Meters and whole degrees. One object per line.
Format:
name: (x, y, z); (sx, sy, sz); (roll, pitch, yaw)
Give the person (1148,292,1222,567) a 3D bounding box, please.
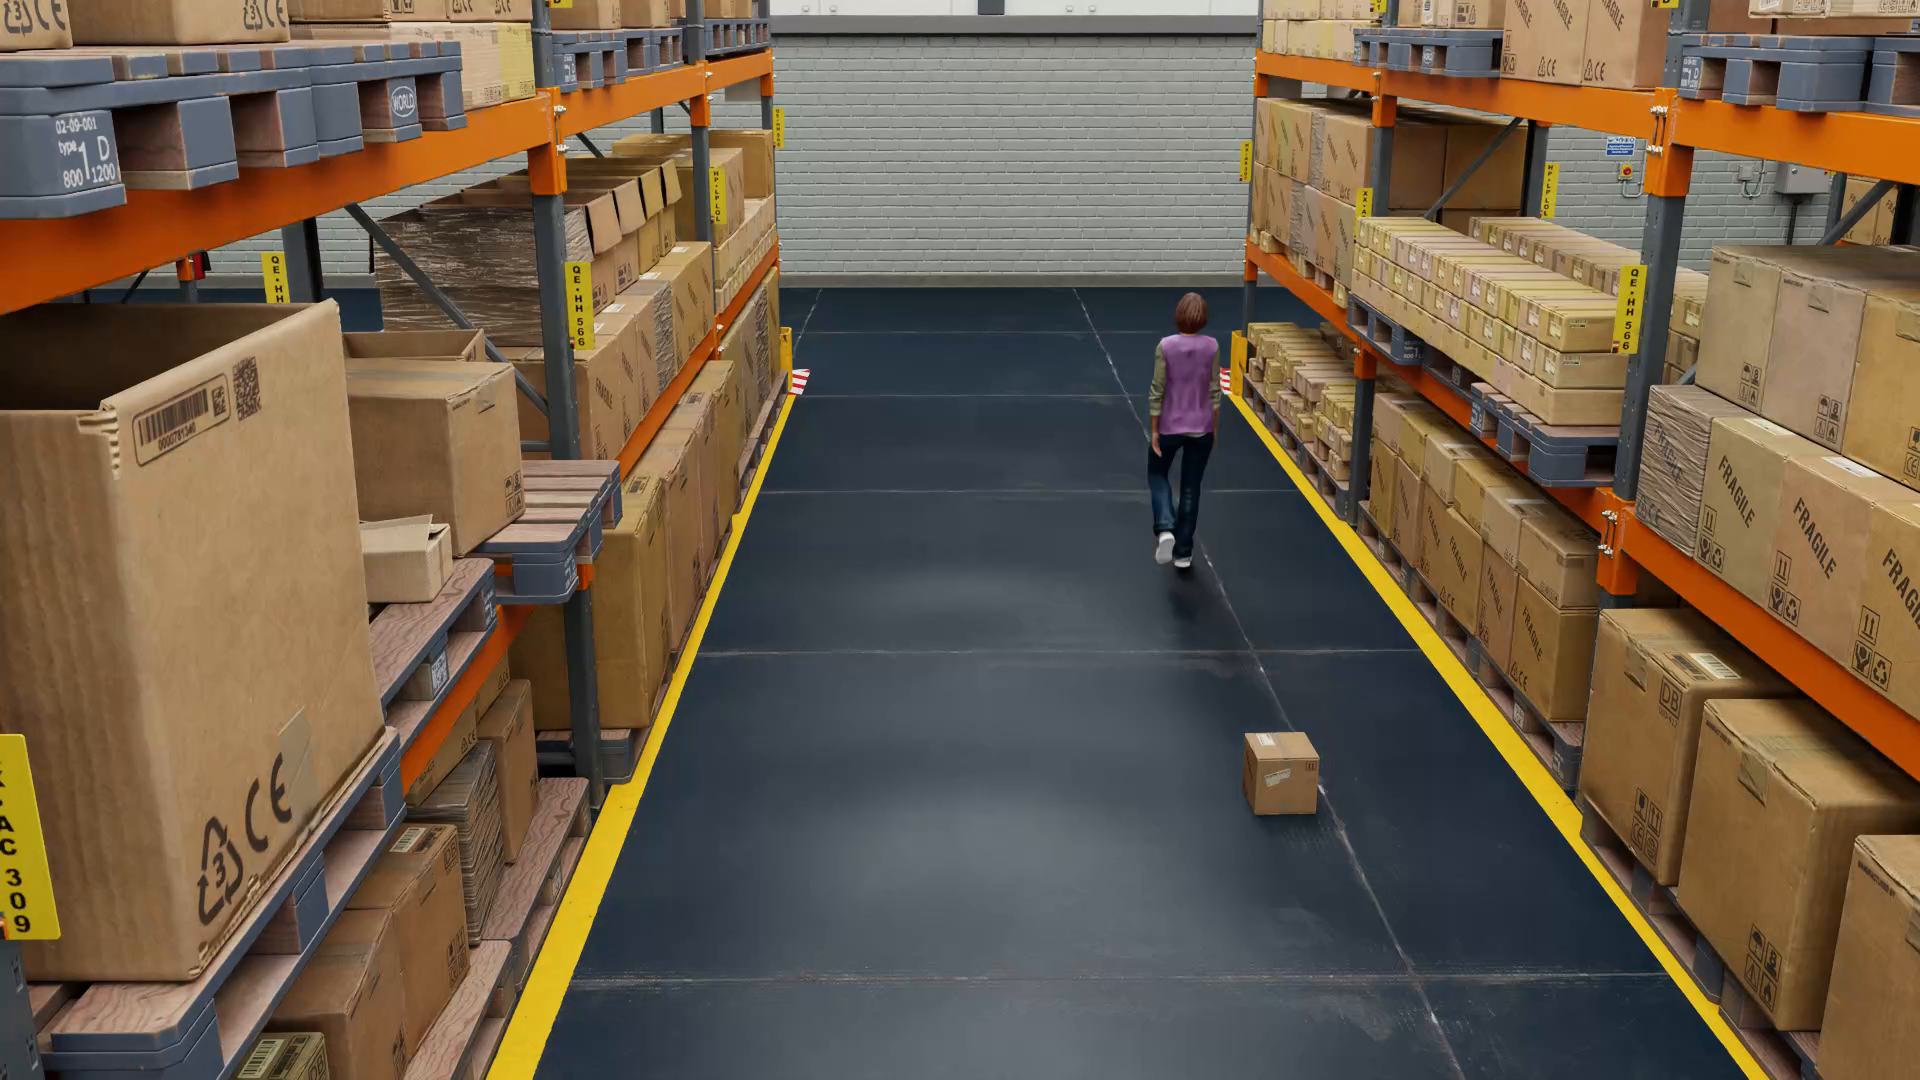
person: (1.268, -0.615, 9.456); (0.414, 1.583, 0.421); (1, 17, 2)
